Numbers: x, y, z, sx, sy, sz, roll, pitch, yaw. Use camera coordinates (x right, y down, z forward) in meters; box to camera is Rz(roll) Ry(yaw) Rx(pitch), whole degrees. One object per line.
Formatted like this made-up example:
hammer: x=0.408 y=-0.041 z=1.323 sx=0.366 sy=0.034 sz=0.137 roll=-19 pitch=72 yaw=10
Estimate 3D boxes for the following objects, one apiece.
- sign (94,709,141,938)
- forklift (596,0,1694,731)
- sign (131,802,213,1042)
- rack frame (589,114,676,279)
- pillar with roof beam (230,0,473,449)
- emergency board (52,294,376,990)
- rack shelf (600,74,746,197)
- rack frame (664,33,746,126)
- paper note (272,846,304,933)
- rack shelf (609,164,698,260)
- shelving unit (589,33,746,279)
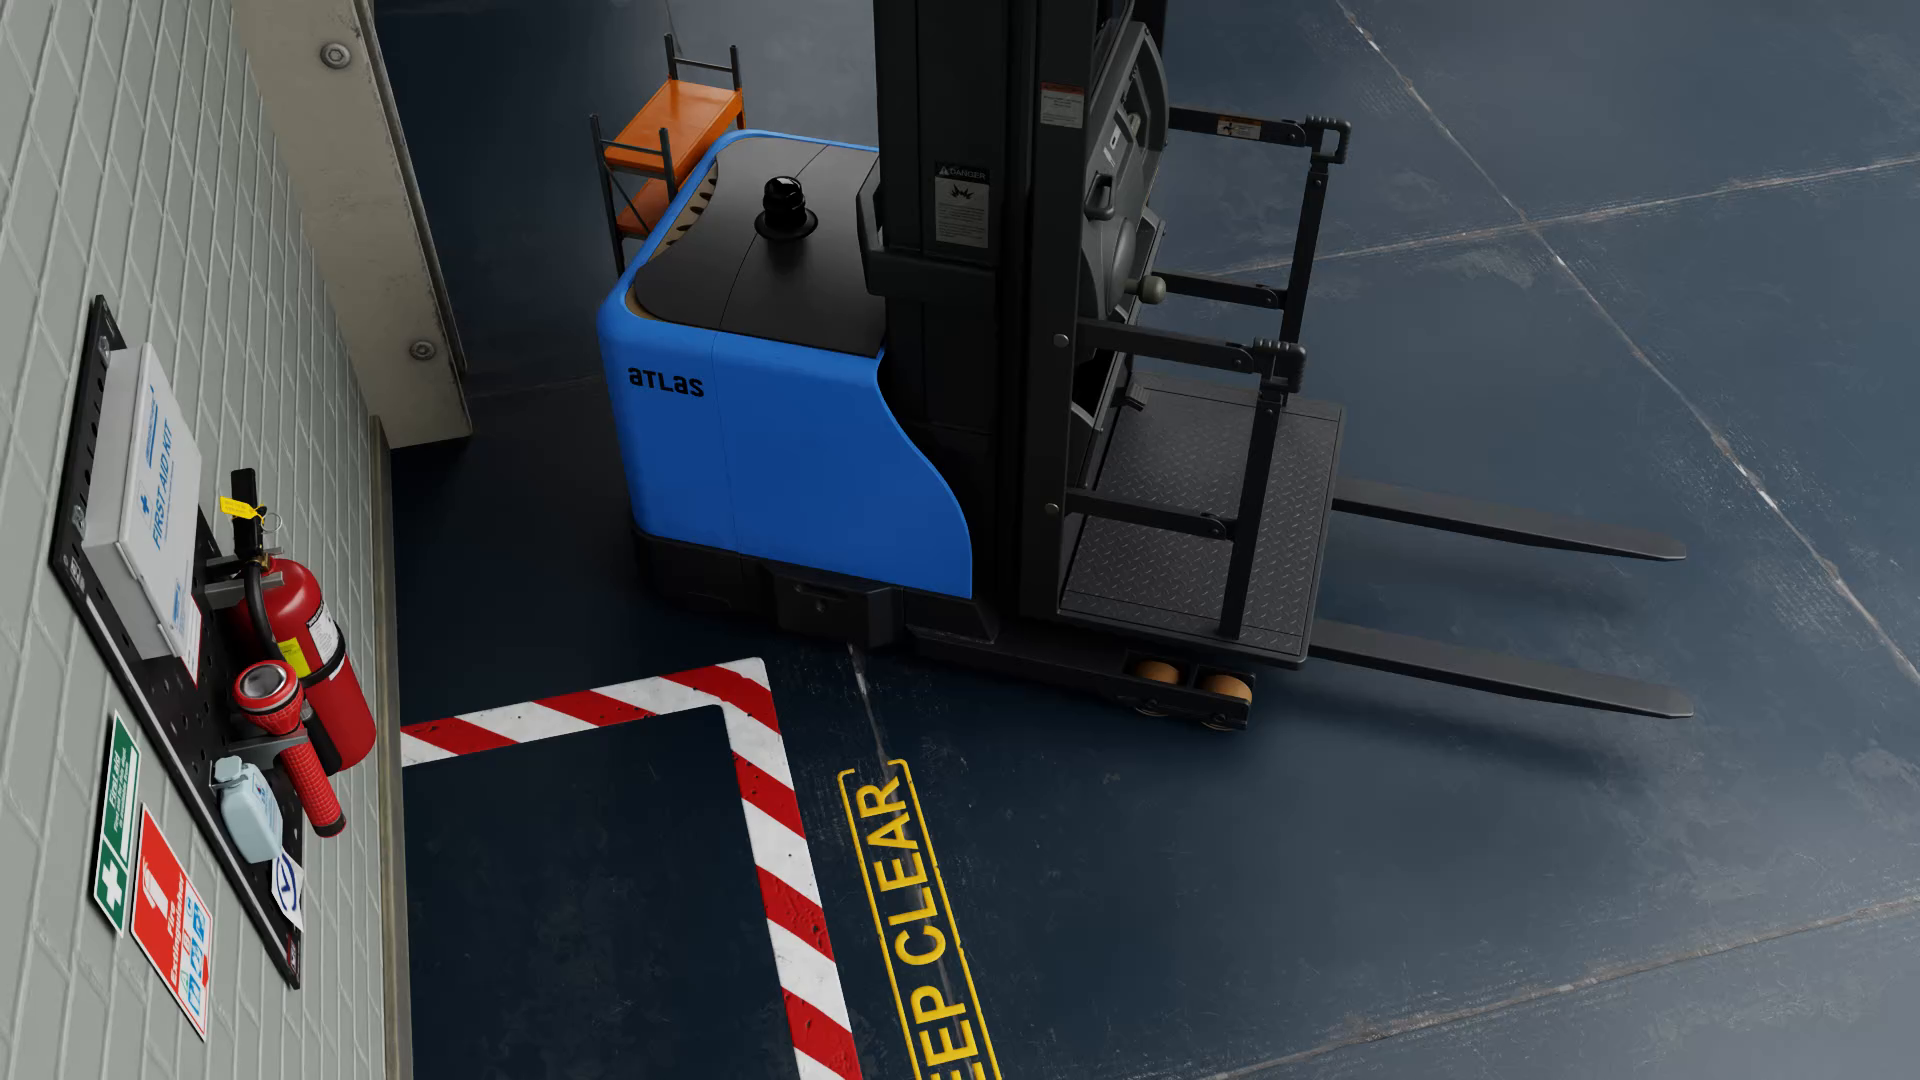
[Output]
sign: x=-1.195 y=0.398 z=2.364 sx=0.001 sy=0.109 sz=0.331 roll=-11 pitch=47 yaw=-10
forklift: x=0.601 y=-0.909 z=4.089 sx=3.031 sy=2.935 sz=1.130 roll=11 pitch=47 yaw=11
sign: x=-1.203 y=0.588 z=2.548 sx=0.001 sy=0.329 sz=0.234 roll=-11 pitch=47 yaw=-10
rack frame: x=-0.945 y=-0.769 z=5.164 sx=0.240 sy=1.200 sz=0.015 roll=14 pitch=47 yaw=13
pillar with roof beam: x=2.321 y=-4.400 z=3.261 sx=9.100 sy=9.000 sz=0.400 roll=-11 pitch=47 yaw=-10
emergency board: x=-1.245 y=0.200 z=2.953 sx=0.194 sy=1.169 sz=0.643 roll=-11 pitch=47 yaw=-10
rack shelf: x=-0.867 y=-1.210 z=5.045 sx=0.258 sy=0.148 sz=0.480 roll=14 pitch=47 yaw=13
rack frame: x=-0.789 y=-1.100 z=5.487 sx=0.240 sy=1.200 sz=0.015 roll=14 pitch=47 yaw=13
paper note: x=-1.266 y=0.643 z=3.136 sx=0.016 sy=0.148 sz=0.142 roll=-11 pitch=47 yaw=-10
rack shelf: x=-0.867 y=-1.044 z=5.214 sx=0.258 sy=0.148 sz=0.480 roll=14 pitch=47 yaw=13
shelving unit: x=-0.867 y=-0.934 z=5.326 sx=0.258 sy=1.200 sz=0.503 roll=14 pitch=47 yaw=13
